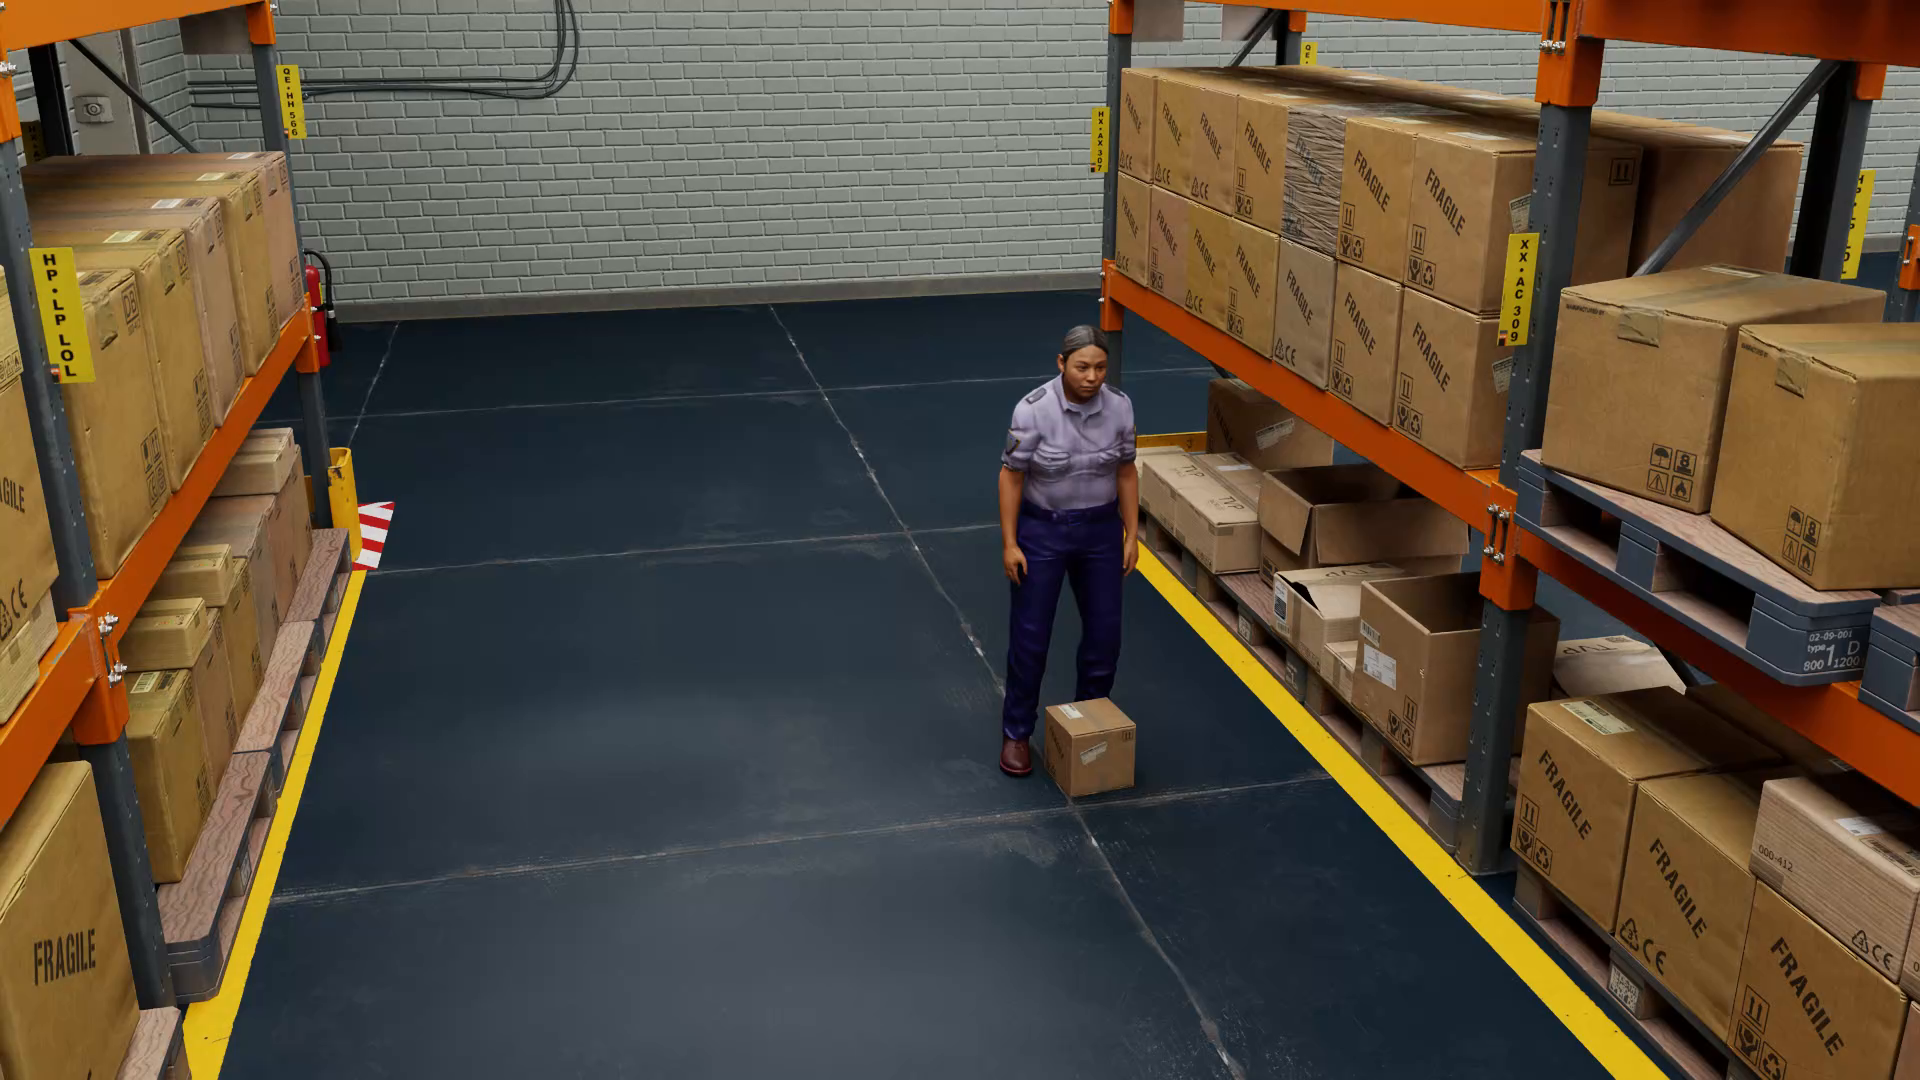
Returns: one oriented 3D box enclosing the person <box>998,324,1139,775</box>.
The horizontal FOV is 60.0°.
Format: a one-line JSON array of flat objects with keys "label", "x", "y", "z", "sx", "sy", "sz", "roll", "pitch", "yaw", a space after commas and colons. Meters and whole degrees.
[{"label": "person", "x": 0.389, "y": 0.018, "z": 6.033, "sx": 0.543, "sy": 1.652, "sz": 0.372, "roll": -5, "pitch": 20, "yaw": -13}]
